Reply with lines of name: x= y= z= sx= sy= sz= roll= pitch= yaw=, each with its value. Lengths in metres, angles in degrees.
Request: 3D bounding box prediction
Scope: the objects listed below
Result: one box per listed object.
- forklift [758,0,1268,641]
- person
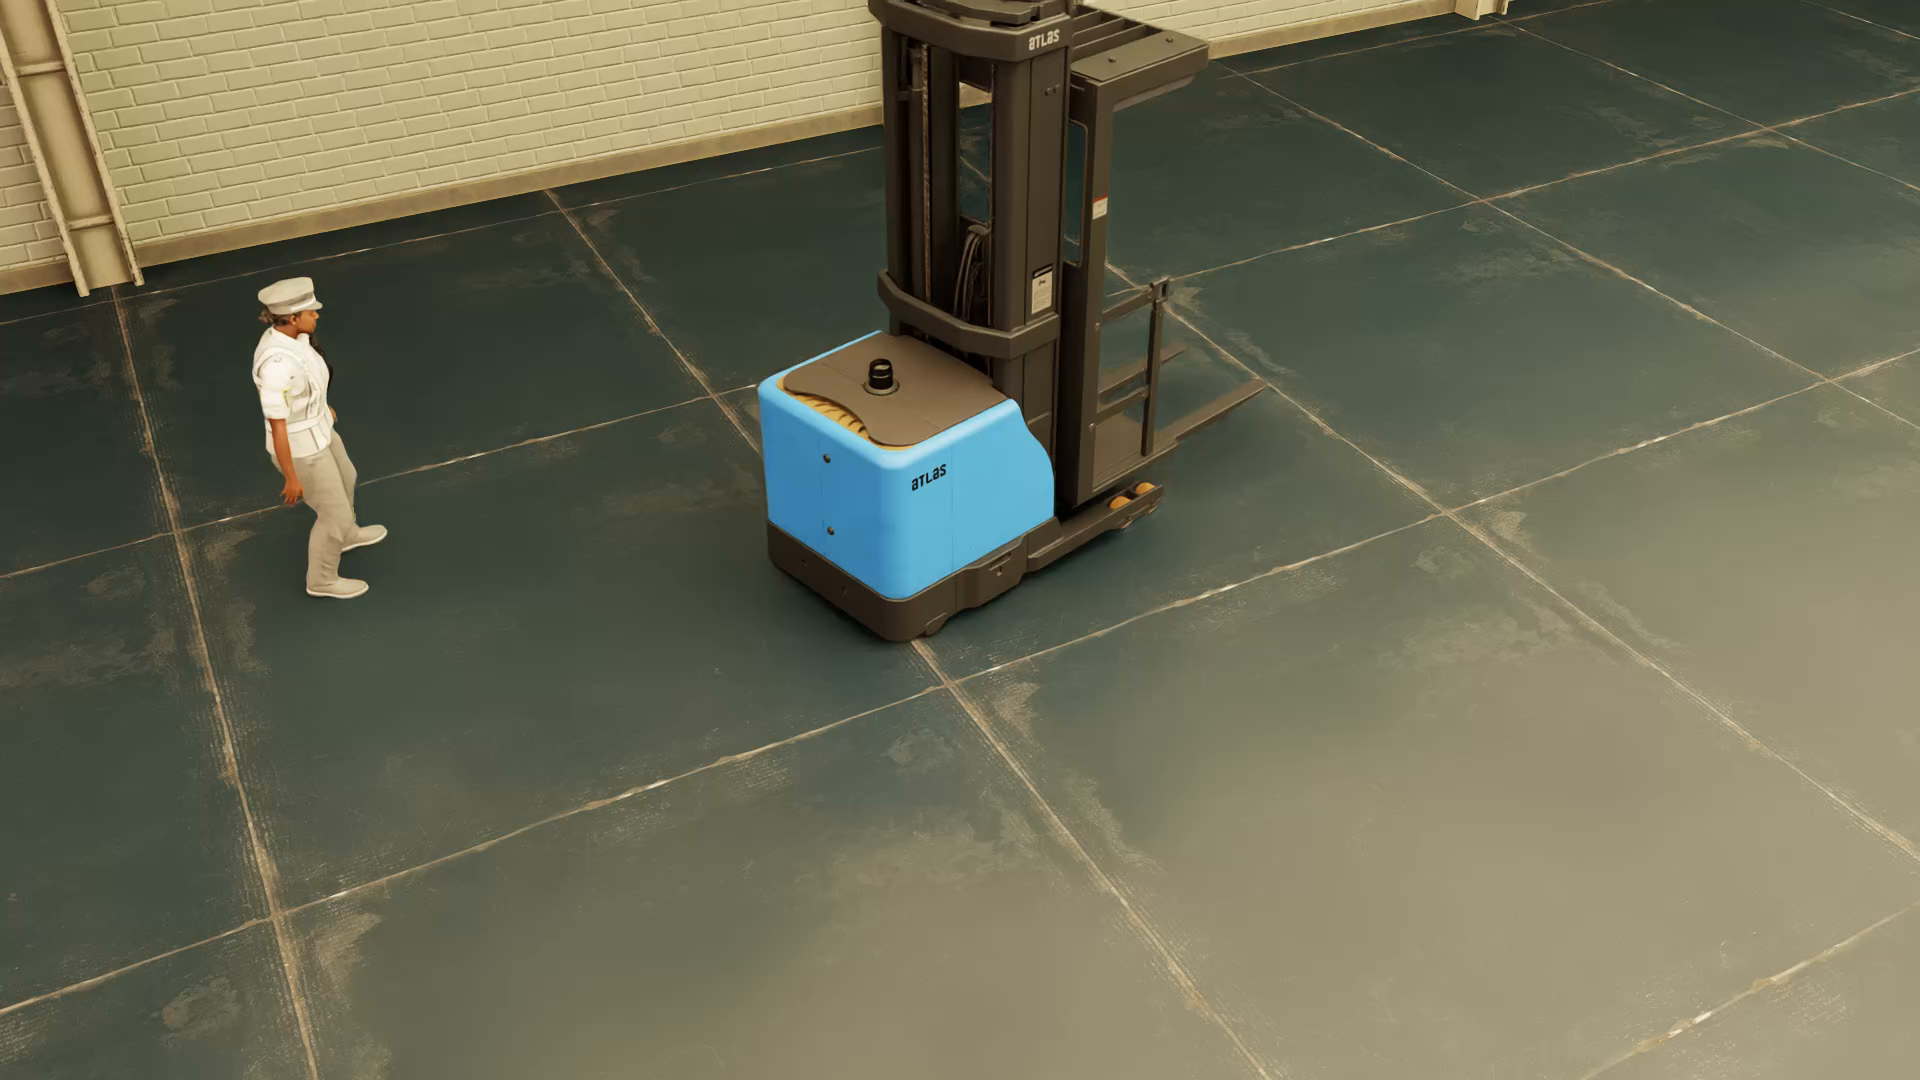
forklift: x=0.441 y=-1.454 z=8.180 sx=3.031 sy=2.935 sz=1.130 roll=-29 pitch=44 yaw=-34
person: x=-3.095 y=-0.485 z=7.940 sx=0.384 sy=1.634 sz=0.754 roll=-7 pitch=36 yaw=-10
